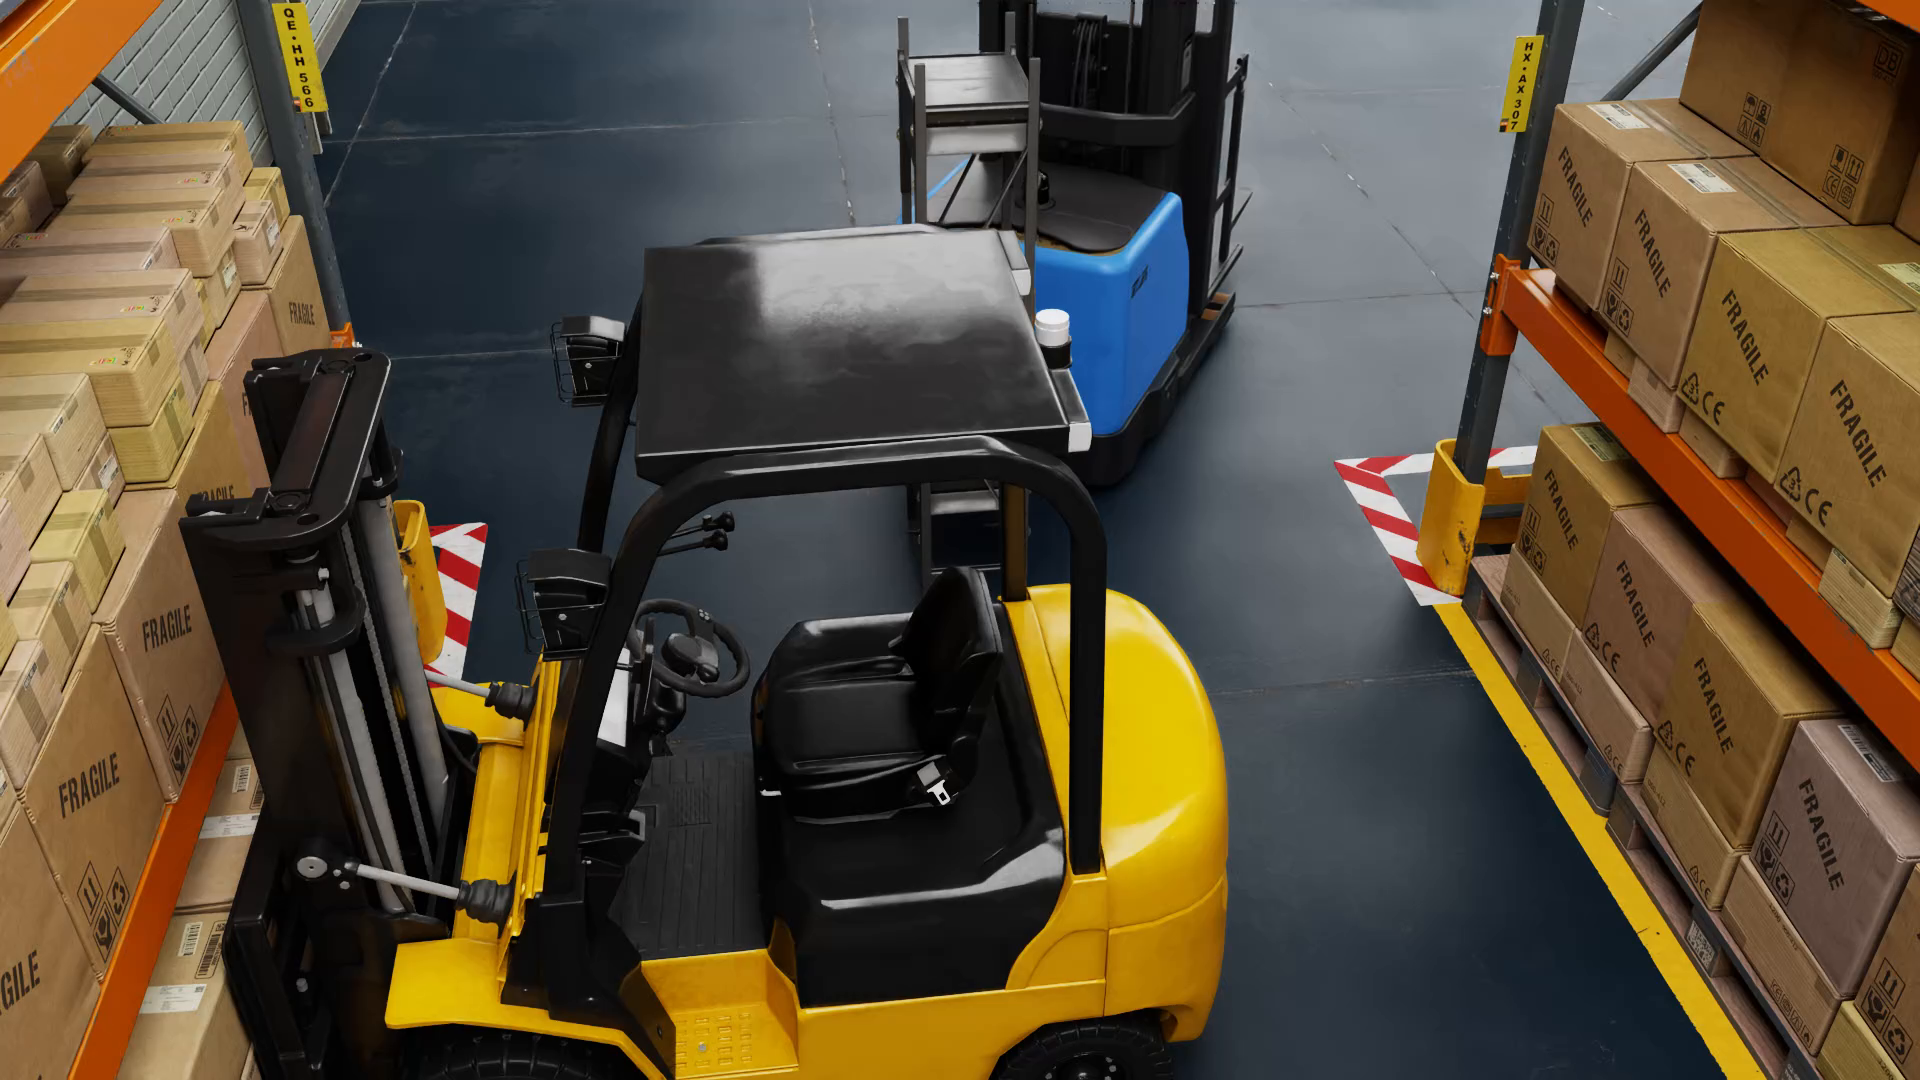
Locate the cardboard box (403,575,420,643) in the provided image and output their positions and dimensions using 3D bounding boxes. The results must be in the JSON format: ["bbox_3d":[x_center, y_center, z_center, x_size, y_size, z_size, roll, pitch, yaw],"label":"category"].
[{"bbox_3d":[-2.130,0.377,5.602,0.500,0.250,0.500,-4,34,-6],"label":"cardboard box"}]

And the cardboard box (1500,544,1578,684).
[{"bbox_3d":[2.246,0.232,5.815,0.500,0.250,0.500,-5,35,-7],"label":"cardboard box"}]

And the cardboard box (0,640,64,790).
[{"bbox_3d":[-1.843,0.324,2.946,0.380,0.149,0.250,-5,35,-7],"label":"cardboard box"}]

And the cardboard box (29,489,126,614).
[{"bbox_3d":[-1.939,0.037,3.368,0.380,0.149,0.250,-5,35,-7],"label":"cardboard box"}]

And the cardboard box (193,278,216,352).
[{"bbox_3d":[-2.122,-0.532,4.202,0.380,0.149,0.250,-5,35,-7],"label":"cardboard box"}]

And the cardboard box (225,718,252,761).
[{"bbox_3d":[-1.983,0.524,4.498,0.500,0.250,0.500,-4,34,-6],"label":"cardboard box"}]

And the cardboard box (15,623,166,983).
[{"bbox_3d":[-1.925,0.528,3.223,0.500,0.500,0.500,-5,35,-7],"label":"cardboard box"}]

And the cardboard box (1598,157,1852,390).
[{"bbox_3d":[2.273,-0.792,4.895,0.500,0.500,0.500,-3,34,-5],"label":"cardboard box"}]

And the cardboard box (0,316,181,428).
[{"bbox_3d":[-1.978,-0.367,3.697,0.380,0.149,0.250,-4,34,-5],"label":"cardboard box"}]

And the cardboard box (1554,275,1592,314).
[{"bbox_3d":[2.252,-0.893,5.619,0.380,0.149,0.250,-4,35,-6],"label":"cardboard box"}]

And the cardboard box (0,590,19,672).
[{"bbox_3d":[-1.880,0.201,2.863,0.380,0.149,0.250,-5,35,-7],"label":"cardboard box"}]

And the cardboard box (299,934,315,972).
[{"bbox_3d":[-1.920,1.027,4.204,0.500,0.250,0.500,-4,35,-7],"label":"cardboard box"}]

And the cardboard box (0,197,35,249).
[{"bbox_3d":[-2.622,-0.758,4.269,0.380,0.149,0.250,-4,34,-5],"label":"cardboard box"}]

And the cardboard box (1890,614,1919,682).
[{"bbox_3d":[2.460,0.266,3.919,0.380,0.149,0.250,-5,35,-7],"label":"cardboard box"}]

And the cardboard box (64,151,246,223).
[{"bbox_3d":[-2.185,-0.937,4.532,0.380,0.149,0.250,-4,35,-6],"label":"cardboard box"}]

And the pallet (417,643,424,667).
[{"bbox_3d":[-2.362,0.752,5.459,1.003,0.211,1.213,-4,35,-6],"label":"pallet"}]

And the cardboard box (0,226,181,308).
[{"bbox_3d":[-2.164,-0.648,4.109,0.380,0.149,0.250,-4,34,-6],"label":"cardboard box"}]

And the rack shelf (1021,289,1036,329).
[{"bbox_3d":[0.022,-0.764,6.031,0.431,0.518,0.480,-4,35,-6],"label":"rack shelf"}]

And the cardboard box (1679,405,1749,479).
[{"bbox_3d":[2.312,-0.312,4.767,0.380,0.149,0.250,-3,34,-5],"label":"cardboard box"}]

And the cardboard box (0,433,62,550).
[{"bbox_3d":[-2.020,-0.075,3.267,0.380,0.149,0.250,-4,35,-6],"label":"cardboard box"}]

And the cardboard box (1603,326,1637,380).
[{"bbox_3d":[2.256,-0.599,5.188,0.380,0.149,0.250,-5,35,-8],"label":"cardboard box"}]

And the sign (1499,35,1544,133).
[{"bbox_3d":[1.874,-1.518,5.546,0.100,0.325,0.005,-4,35,-6],"label":"sign"}]

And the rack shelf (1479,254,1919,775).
[{"bbox_3d":[2.681,0.212,4.415,1.077,0.370,4.000,-4,35,-6],"label":"rack shelf"}]

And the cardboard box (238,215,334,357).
[{"bbox_3d":[-2.180,-0.610,4.893,0.500,0.500,0.500,-5,35,-7],"label":"cardboard box"}]

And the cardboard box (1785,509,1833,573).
[{"bbox_3d":[2.414,-0.019,4.338,0.380,0.149,0.250,-5,35,-8],"label":"cardboard box"}]

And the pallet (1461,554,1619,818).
[{"bbox_3d":[2.496,0.449,5.904,1.003,0.211,1.213,-4,35,-6],"label":"pallet"}]

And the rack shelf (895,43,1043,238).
[{"bbox_3d":[0.022,-1.342,5.637,0.431,0.518,0.480,-4,35,-6],"label":"rack shelf"}]

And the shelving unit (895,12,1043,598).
[{"bbox_3d":[0.022,-0.775,6.023,0.431,2.100,0.503,-4,35,-6],"label":"shelving unit"}]

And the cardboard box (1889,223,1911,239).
[{"bbox_3d":[2.821,-0.804,4.914,0.500,0.500,0.500,-4,35,-6],"label":"cardboard box"}]

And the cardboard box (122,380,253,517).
[{"bbox_3d":[-2.050,-0.034,4.048,0.500,0.500,0.500,-5,35,-7],"label":"cardboard box"}]

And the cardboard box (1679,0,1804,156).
[{"bbox_3d":[2.697,-1.511,5.062,0.700,0.500,0.500,-5,35,-8],"label":"cardboard box"}]

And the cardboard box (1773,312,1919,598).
[{"bbox_3d":[2.420,-0.224,4.063,0.500,0.500,0.500,-5,35,-7],"label":"cardboard box"}]

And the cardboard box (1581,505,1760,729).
[{"bbox_3d":[2.325,0.227,5.156,0.500,0.500,0.500,-6,35,-8],"label":"cardboard box"}]

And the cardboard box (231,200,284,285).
[{"bbox_3d":[-2.118,-0.820,4.626,0.380,0.149,0.250,-4,34,-6],"label":"cardboard box"}]

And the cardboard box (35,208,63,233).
[{"bbox_3d":[-2.621,-0.791,4.583,0.380,0.149,0.250,-4,35,-6],"label":"cardboard box"}]

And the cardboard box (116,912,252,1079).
[{"bbox_3d":[-1.860,1.101,3.651,0.500,0.250,0.500,-3,34,-5],"label":"cardboard box"}]

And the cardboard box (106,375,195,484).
[{"bbox_3d":[-1.985,-0.247,3.784,0.380,0.149,0.250,-4,34,-6],"label":"cardboard box"}]

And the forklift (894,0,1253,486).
[{"bbox_3d":[0.732,-2.260,7.464,1.130,2.935,3.031,13,36,18],"label":"forklift"}]

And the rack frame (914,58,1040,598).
[{"bbox_3d":[0.055,-0.639,5.823,0.400,2.100,0.015,-4,35,-6],"label":"rack frame"}]

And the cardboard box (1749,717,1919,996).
[{"bbox_3d":[2.464,0.805,4.308,0.500,0.500,0.500,-3,34,-4],"label":"cardboard box"}]

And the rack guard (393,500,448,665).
[{"bbox_3d":[-2.510,0.196,6.019,1.175,0.500,0.348,-4,35,-6],"label":"rack guard"}]

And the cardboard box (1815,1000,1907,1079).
[{"bbox_3d":[2.522,1.387,4.120,0.500,0.250,0.500,-5,35,-8],"label":"cardboard box"}]

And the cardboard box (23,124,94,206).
[{"bbox_3d":[-2.673,-1.052,4.702,0.380,0.149,0.250,-5,35,-7],"label":"cardboard box"}]

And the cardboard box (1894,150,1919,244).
[{"bbox_3d":[2.928,-0.951,4.241,0.700,0.500,0.500,-5,35,-7],"label":"cardboard box"}]

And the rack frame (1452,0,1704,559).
[{"bbox_3d":[2.412,-1.202,5.850,1.000,3.000,0.127,-4,35,-6],"label":"rack frame"}]

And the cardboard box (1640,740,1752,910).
[{"bbox_3d":[2.393,0.821,4.950,0.500,0.250,0.500,-2,34,-3],"label":"cardboard box"}]

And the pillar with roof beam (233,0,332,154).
[{"bbox_3d":[0.153,-6.520,8.327,9.100,9.000,0.400,-4,35,-6],"label":"pillar with roof beam"}]
